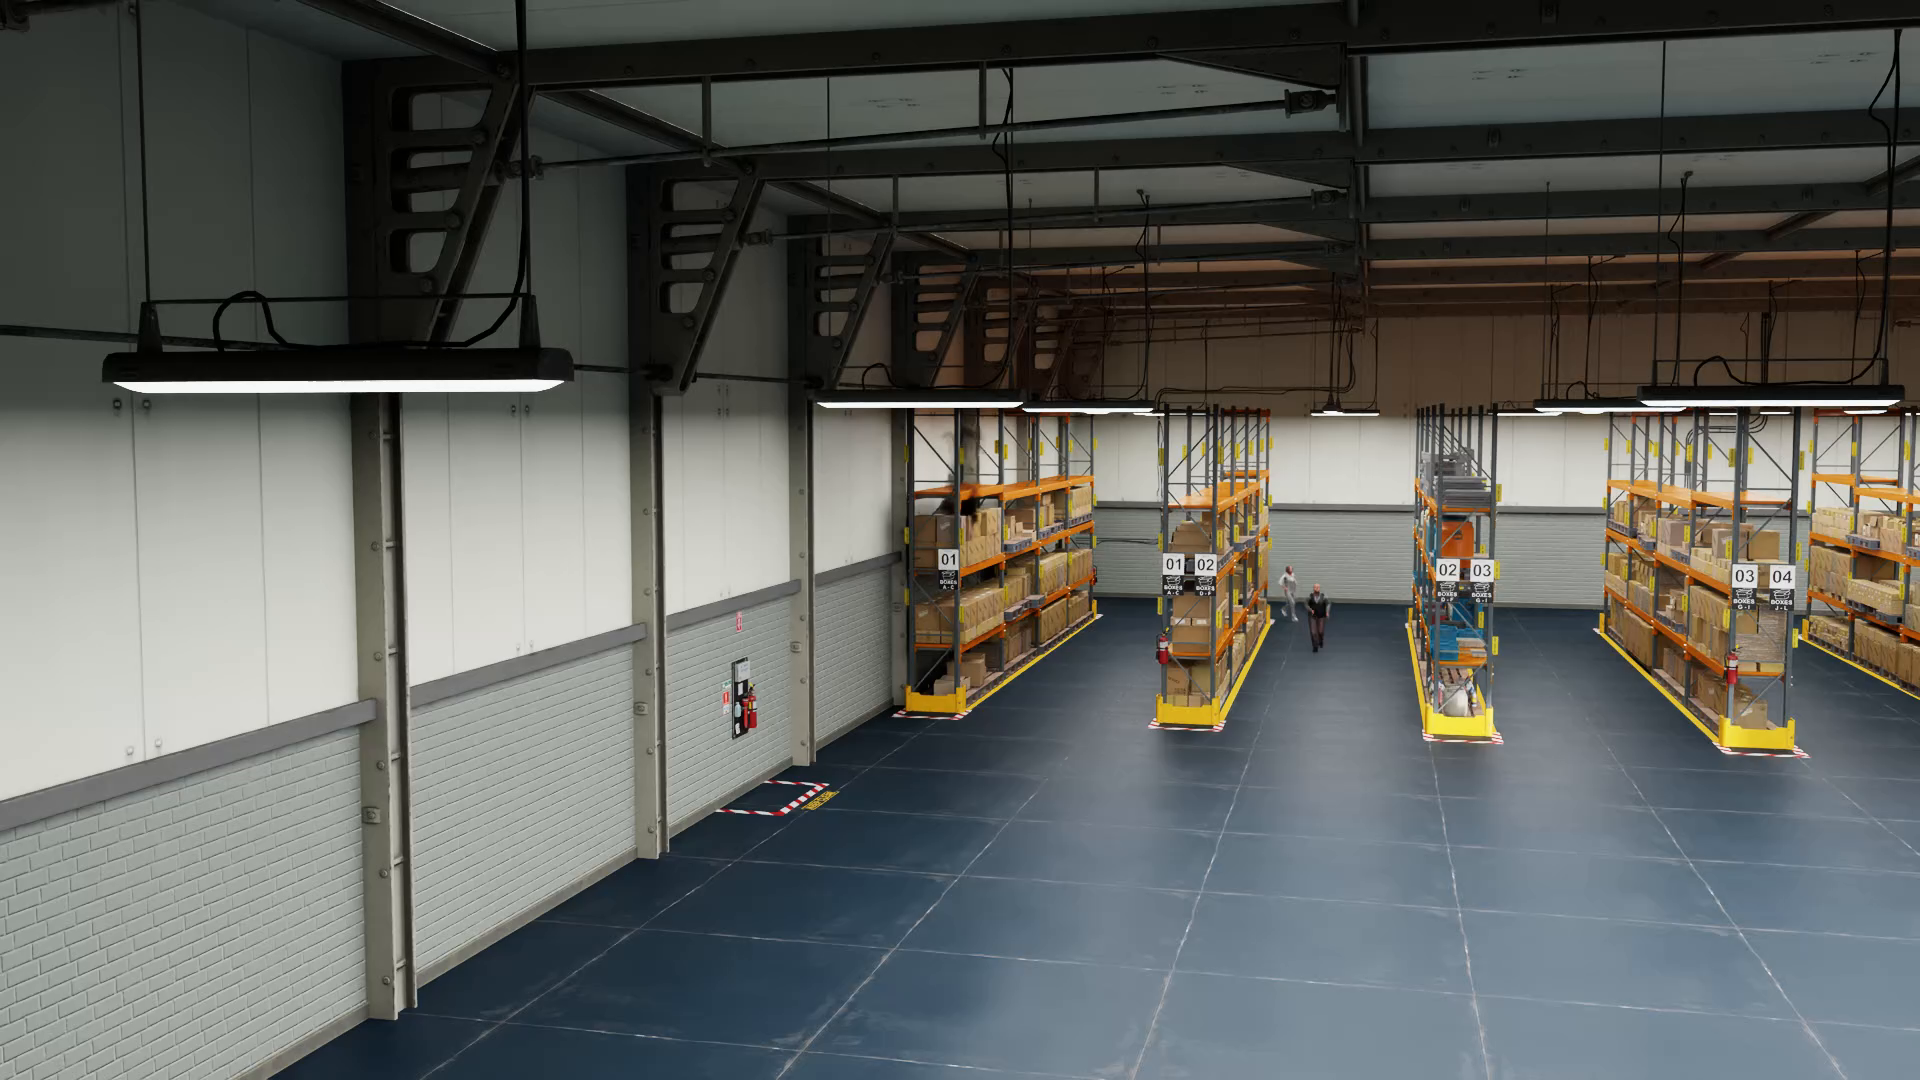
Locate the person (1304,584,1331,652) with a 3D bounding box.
[{"bbox_3d":[8.769,1.913,40.823,0.653,1.680,0.569,1,4,13],"label":"person"}]

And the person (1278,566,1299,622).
[{"bbox_3d":[9.300,1.508,47.209,0.549,1.590,0.755,-3,5,-33],"label":"person"}]
